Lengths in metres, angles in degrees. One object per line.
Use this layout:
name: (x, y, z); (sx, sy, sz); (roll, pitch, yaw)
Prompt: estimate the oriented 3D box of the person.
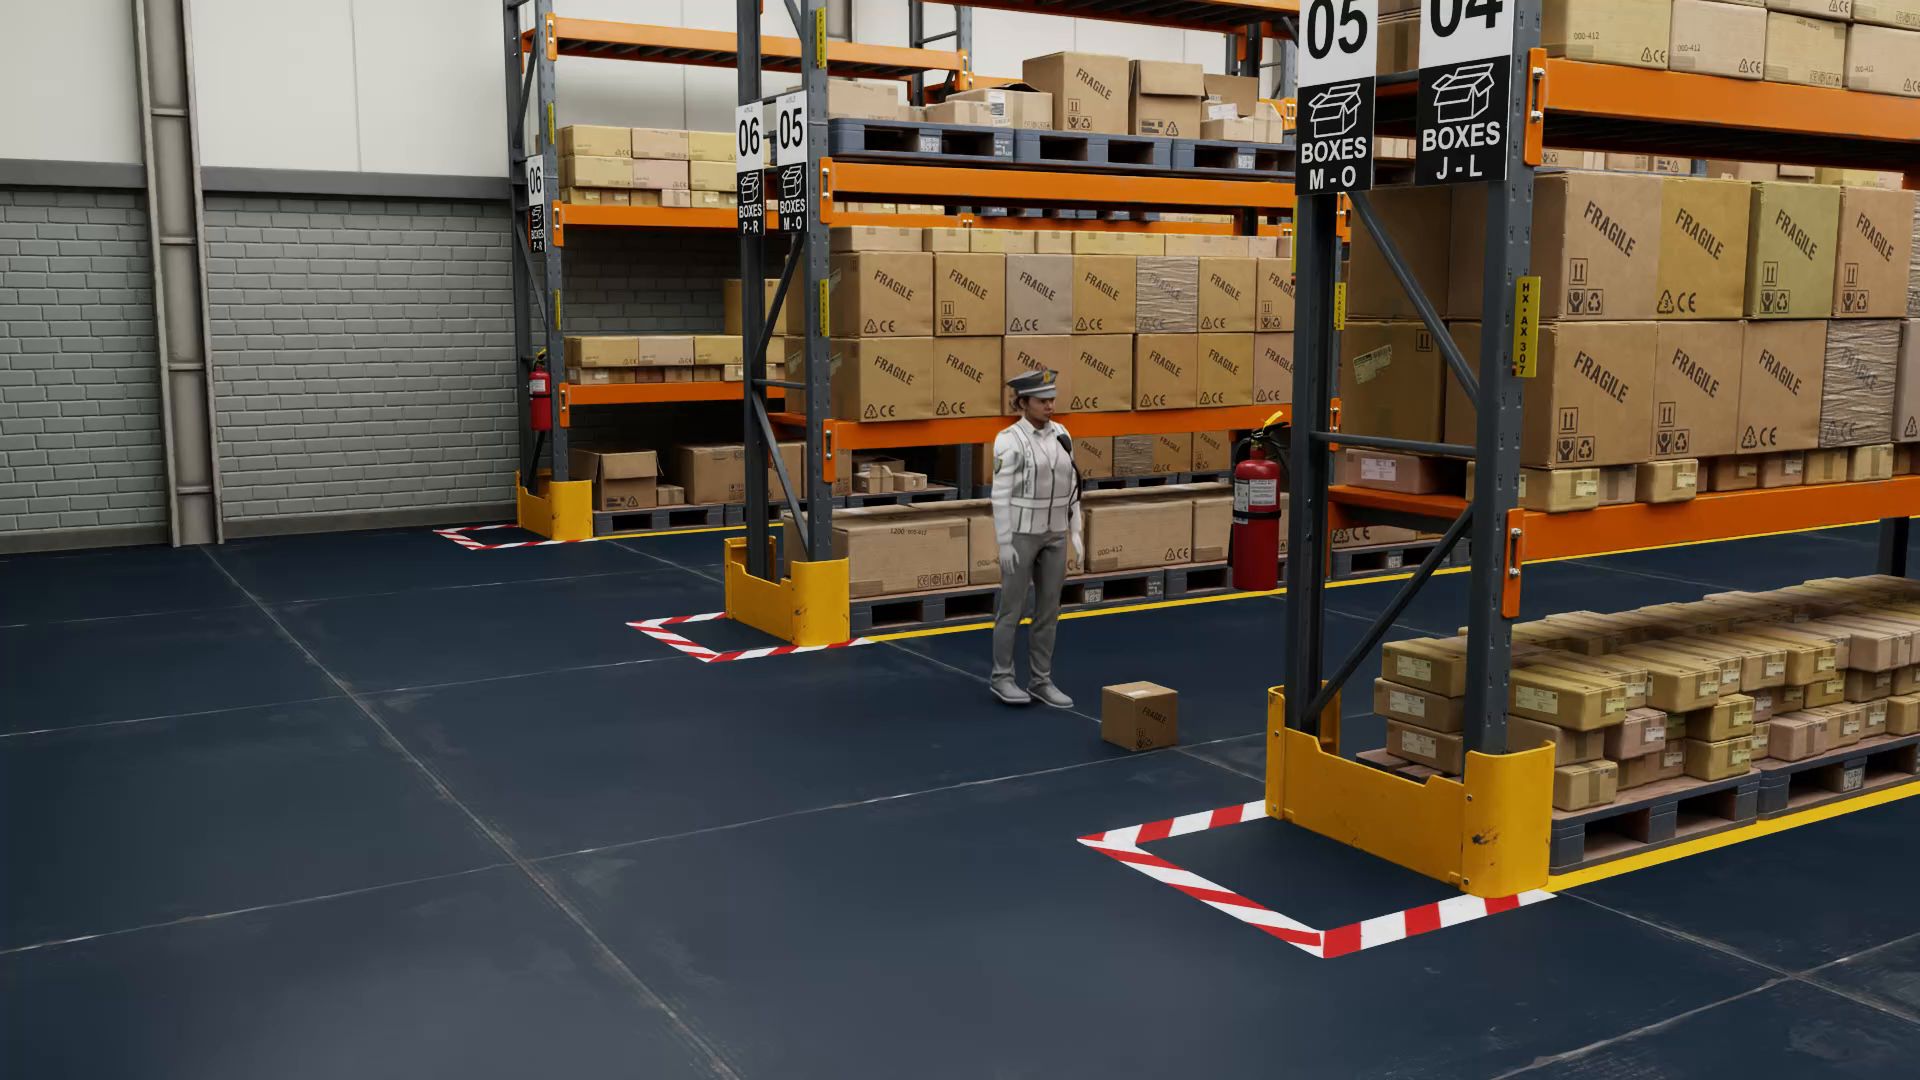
person: (0.369, -0.004, 8.286); (0.499, 1.696, 0.408); (-5, 10, -33)
